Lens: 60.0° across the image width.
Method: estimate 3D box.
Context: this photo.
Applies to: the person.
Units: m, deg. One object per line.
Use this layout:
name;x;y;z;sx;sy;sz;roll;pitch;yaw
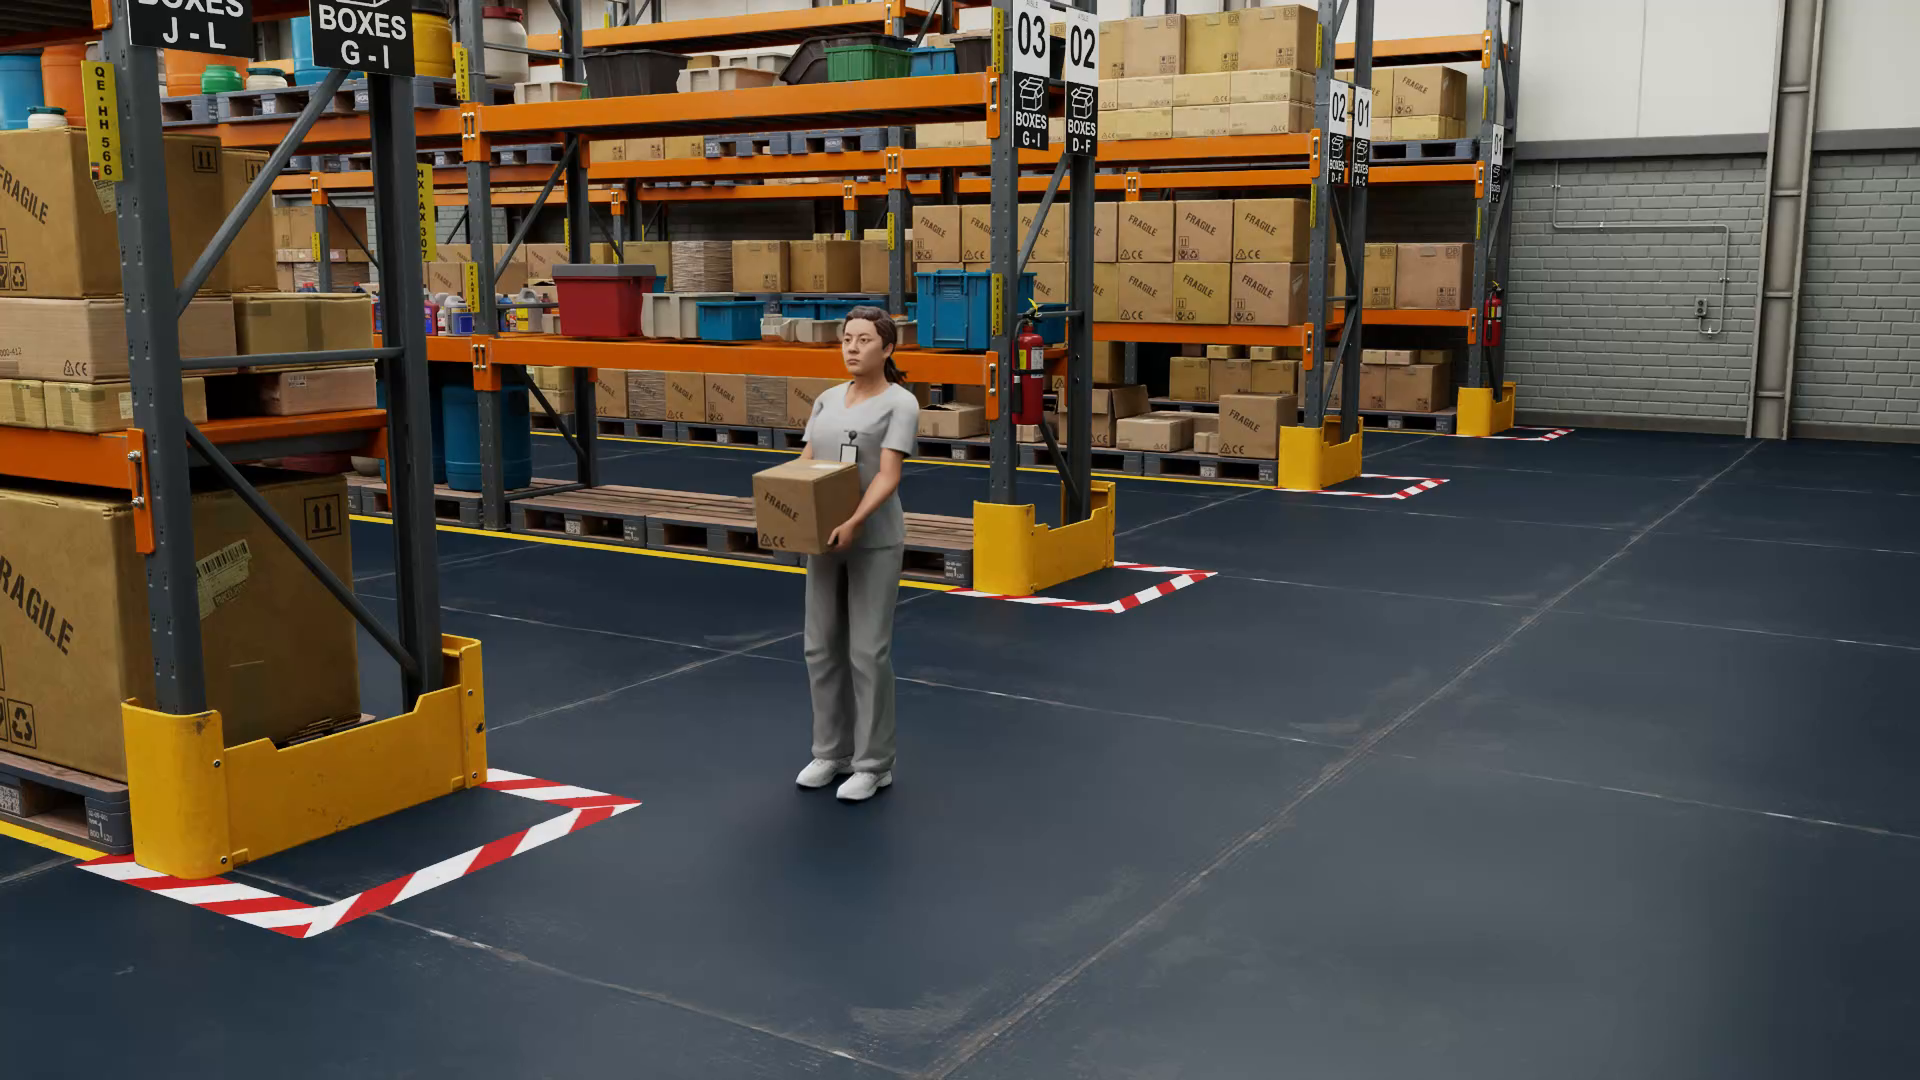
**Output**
person;-0.391;0.045;5.671;0.436;1.660;0.540;6;11;32
